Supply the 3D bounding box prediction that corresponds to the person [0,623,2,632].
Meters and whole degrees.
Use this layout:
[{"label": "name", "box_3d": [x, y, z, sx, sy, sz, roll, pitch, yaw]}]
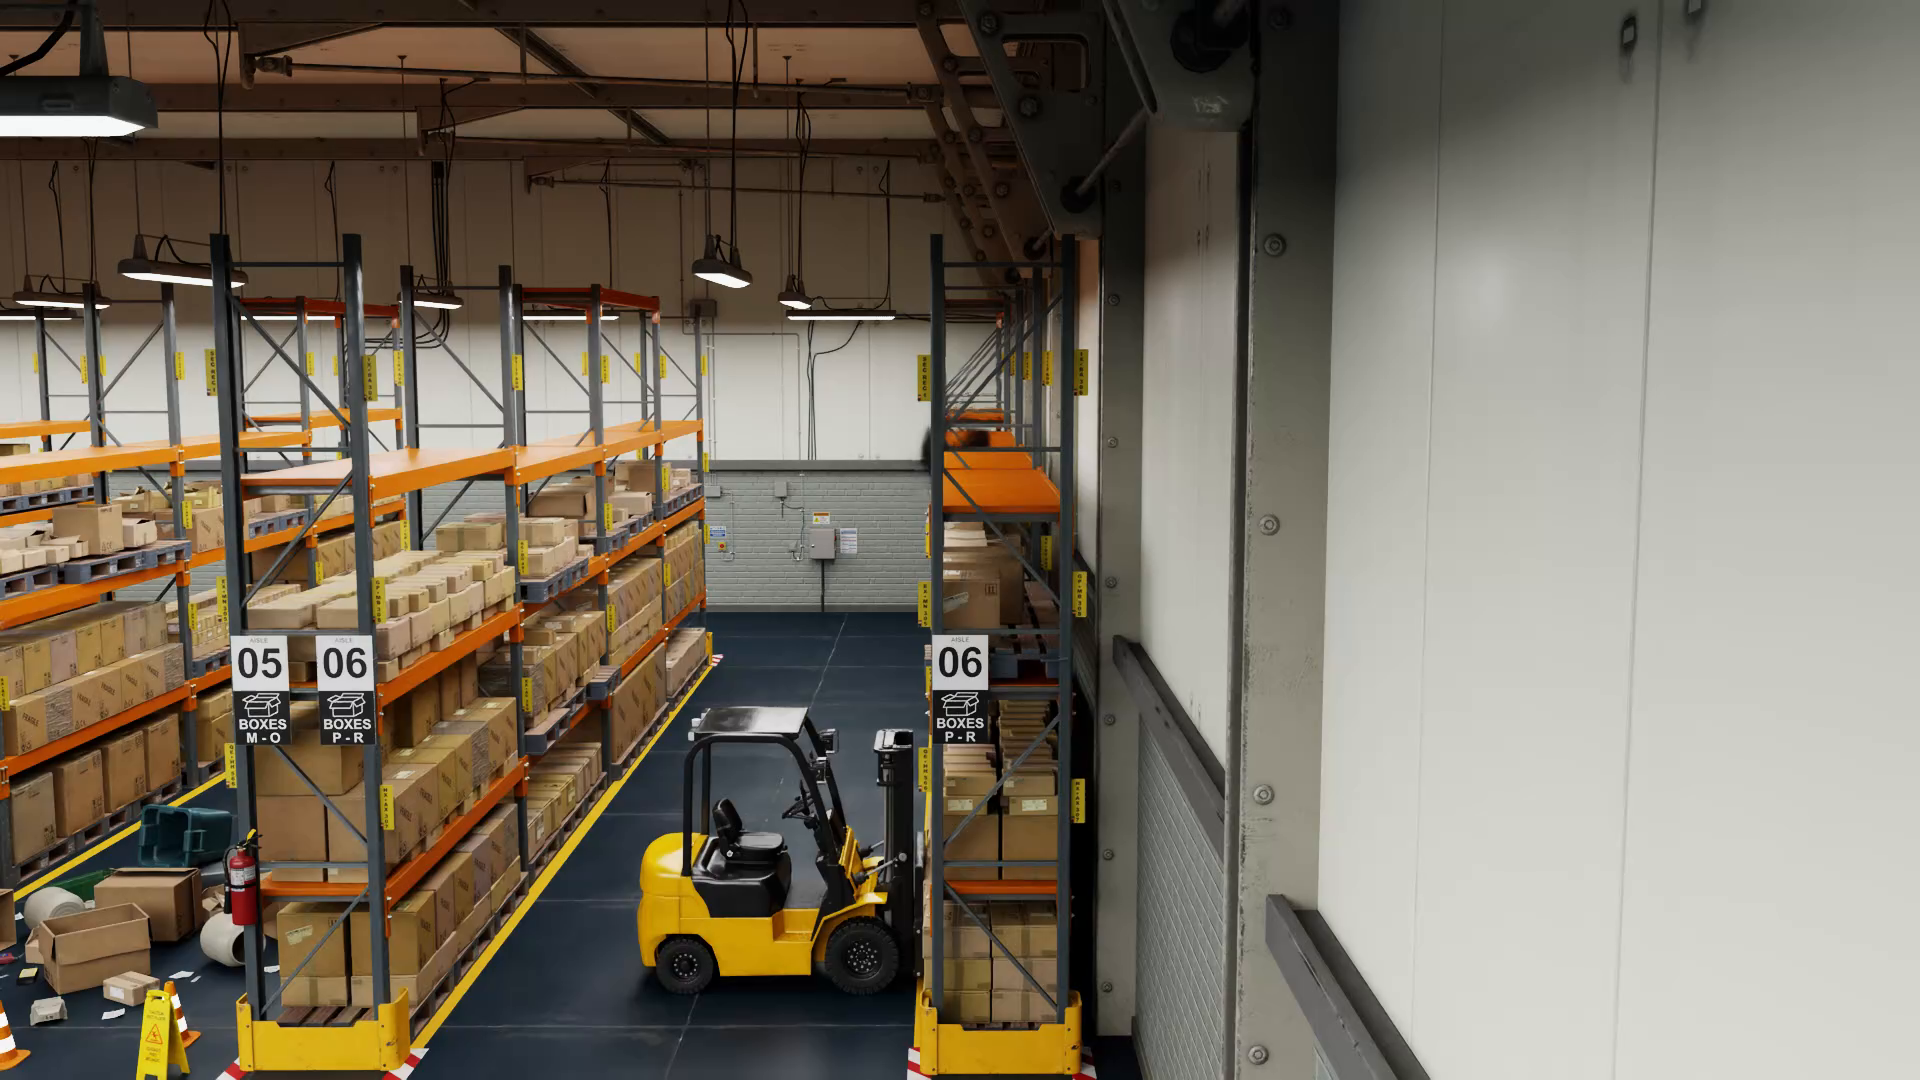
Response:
[{"label": "person", "box_3d": [-12.732, 1.909, 21.956, 0.668, 1.681, 0.569, -1, 6, -6]}]
